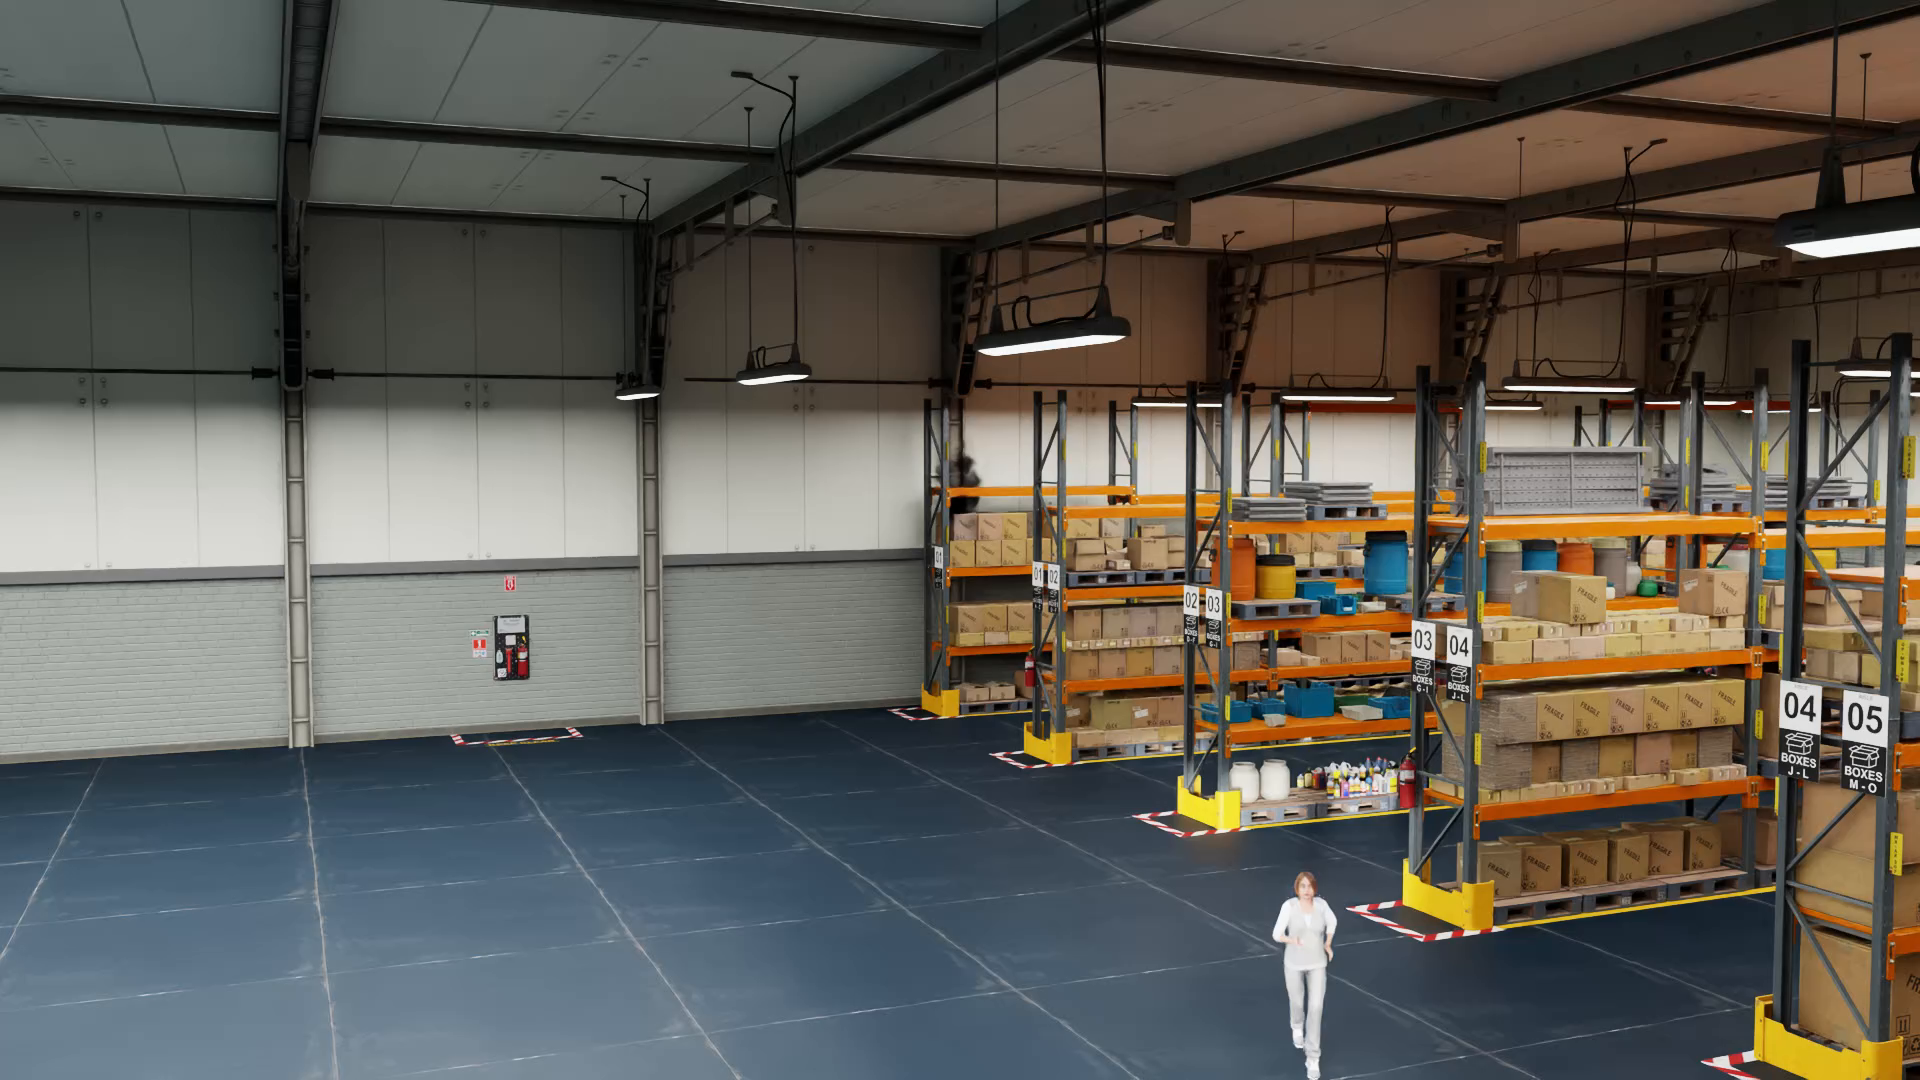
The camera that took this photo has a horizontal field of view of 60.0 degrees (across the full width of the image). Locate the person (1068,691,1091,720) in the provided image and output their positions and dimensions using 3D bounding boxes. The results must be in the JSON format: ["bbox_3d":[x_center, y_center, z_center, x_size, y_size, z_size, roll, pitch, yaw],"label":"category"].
[{"bbox_3d":[2.034,2.575,29.196,0.582,1.720,0.688,-2,4,-25],"label":"person"}]

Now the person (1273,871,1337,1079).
[{"bbox_3d":[2.848,3.528,13.732,0.531,1.607,0.838,0,3,8],"label":"person"}]
